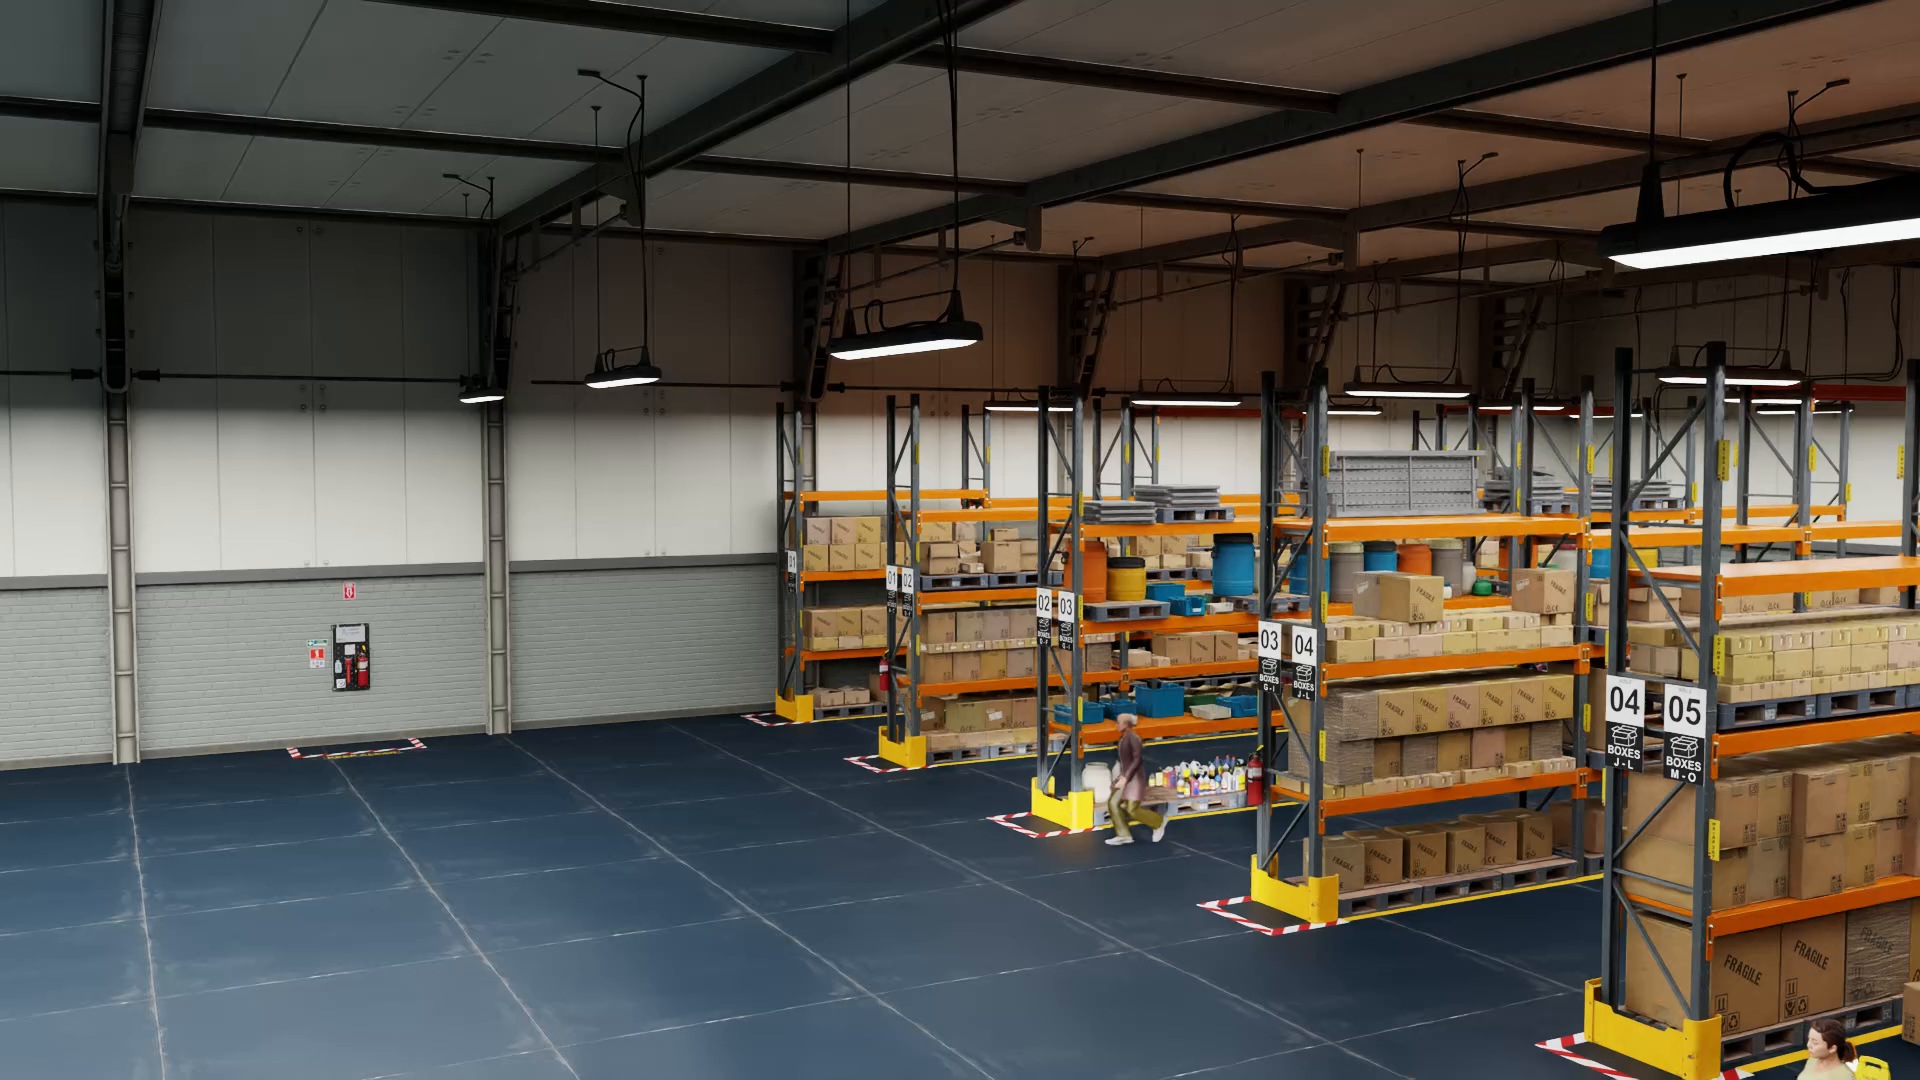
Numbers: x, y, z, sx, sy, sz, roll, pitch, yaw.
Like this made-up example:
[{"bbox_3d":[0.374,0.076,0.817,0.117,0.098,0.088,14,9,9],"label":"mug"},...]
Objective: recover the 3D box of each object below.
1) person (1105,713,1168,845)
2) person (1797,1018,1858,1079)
[{"bbox_3d":[2.278,3.099,21.656,0.849,1.695,0.620,-1,3,-18],"label":"person"},{"bbox_3d":[5.265,3.775,10.143,0.502,1.735,0.498,0,3,-6],"label":"person"}]
